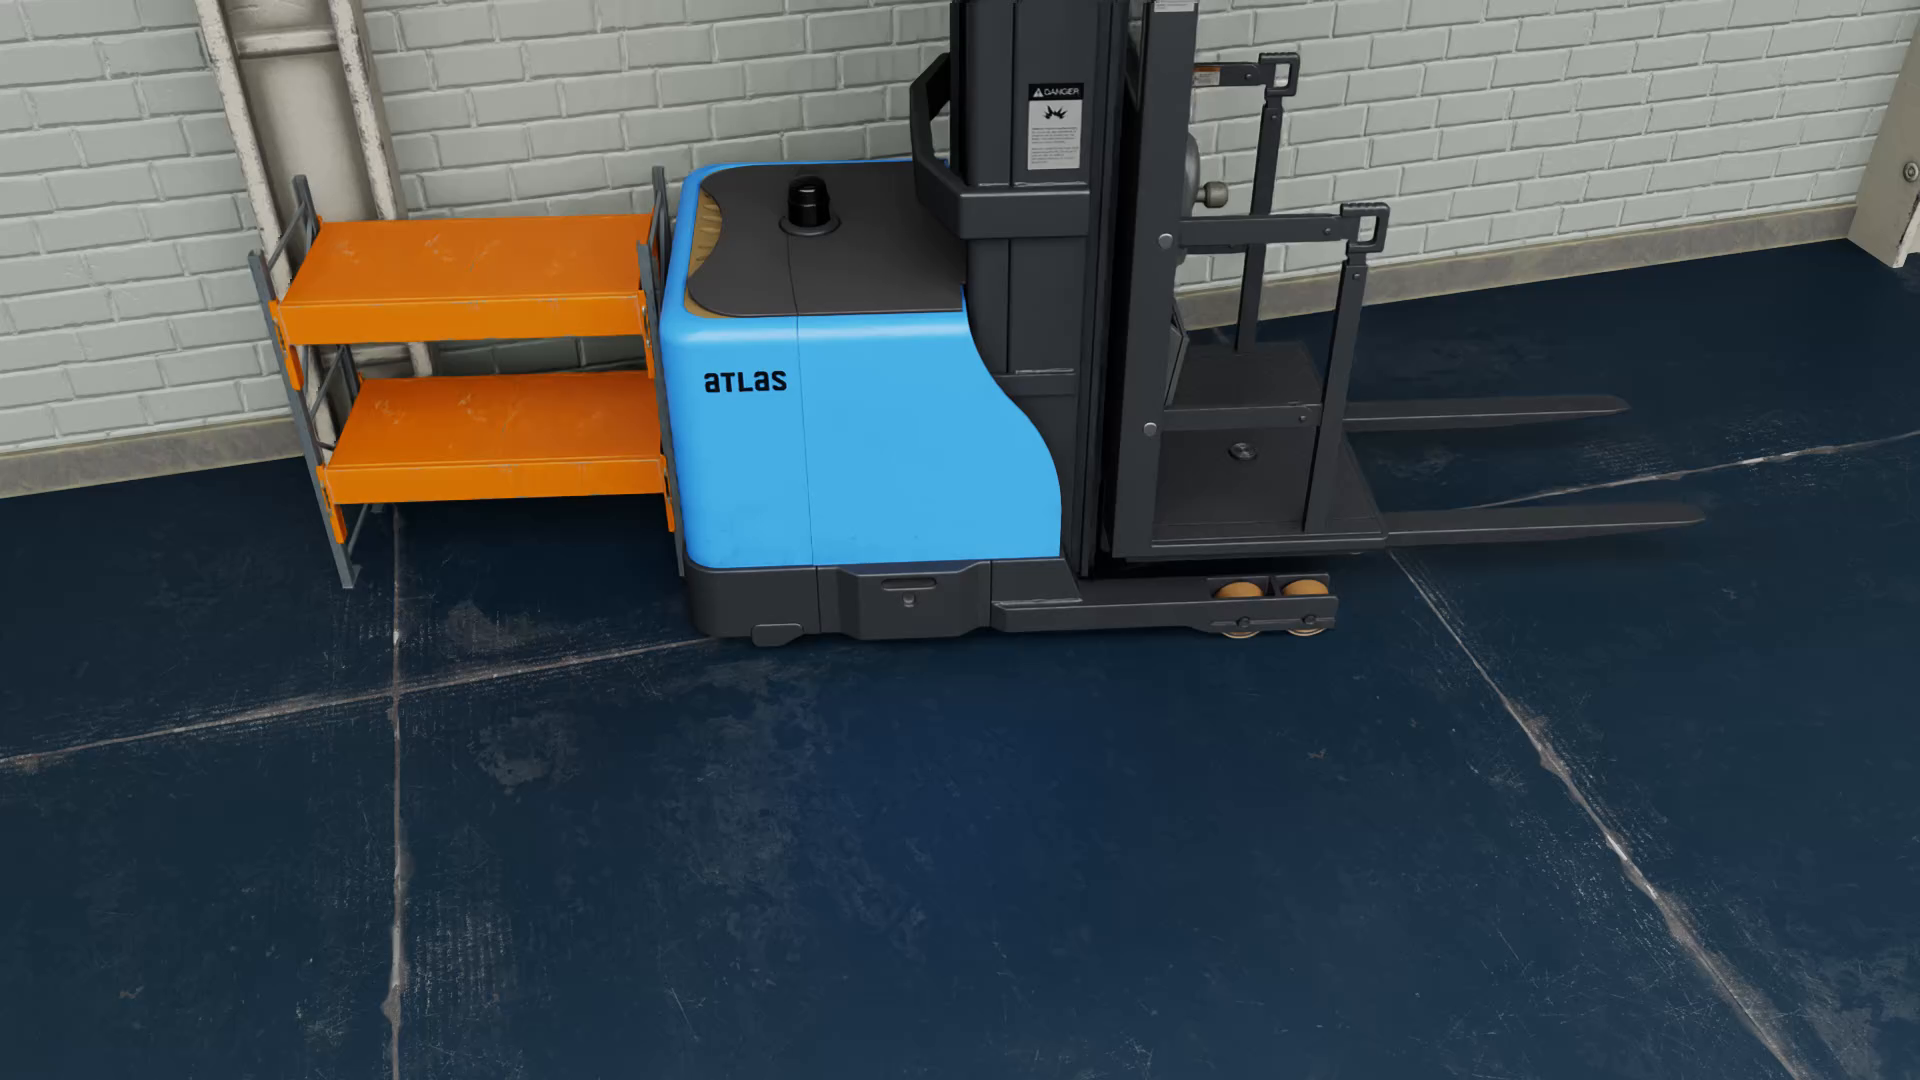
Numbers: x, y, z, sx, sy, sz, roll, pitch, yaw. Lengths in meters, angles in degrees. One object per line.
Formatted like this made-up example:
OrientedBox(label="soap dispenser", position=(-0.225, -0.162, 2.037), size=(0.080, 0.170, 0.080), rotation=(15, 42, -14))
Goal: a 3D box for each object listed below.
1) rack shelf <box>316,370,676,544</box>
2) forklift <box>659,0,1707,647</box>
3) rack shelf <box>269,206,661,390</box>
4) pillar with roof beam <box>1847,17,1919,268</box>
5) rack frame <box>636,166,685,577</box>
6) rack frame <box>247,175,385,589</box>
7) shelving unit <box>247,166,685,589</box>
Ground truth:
OrientedBox(label="rack shelf", position=(-1.367, -0.273, 5.083), size=(1.000, 0.278, 0.538), rotation=(-2, 37, -3))
OrientedBox(label="forklift", position=(0.702, -1.197, 4.402), size=(3.031, 2.935, 1.130), rotation=(-2, 37, -3))
OrientedBox(label="rack shelf", position=(-1.367, -0.700, 4.757), size=(1.000, 0.278, 0.538), rotation=(-2, 37, -3))
OrientedBox(label="pillar with roof beam", position=(5.017, -2.263, 0.802), size=(0.400, 9.000, 9.100), rotation=(-9, 38, -12))
OrientedBox(label="rack frame", position=(-0.860, -0.486, 4.959), size=(0.032, 1.125, 0.500), rotation=(-2, 37, -3))
OrientedBox(label="rack frame", position=(-1.875, -0.449, 4.911), size=(0.032, 1.125, 0.500), rotation=(-2, 37, -3))
OrientedBox(label="shelving unit", position=(-1.367, -0.467, 4.935), size=(1.048, 1.125, 0.538), rotation=(-2, 37, -3))
